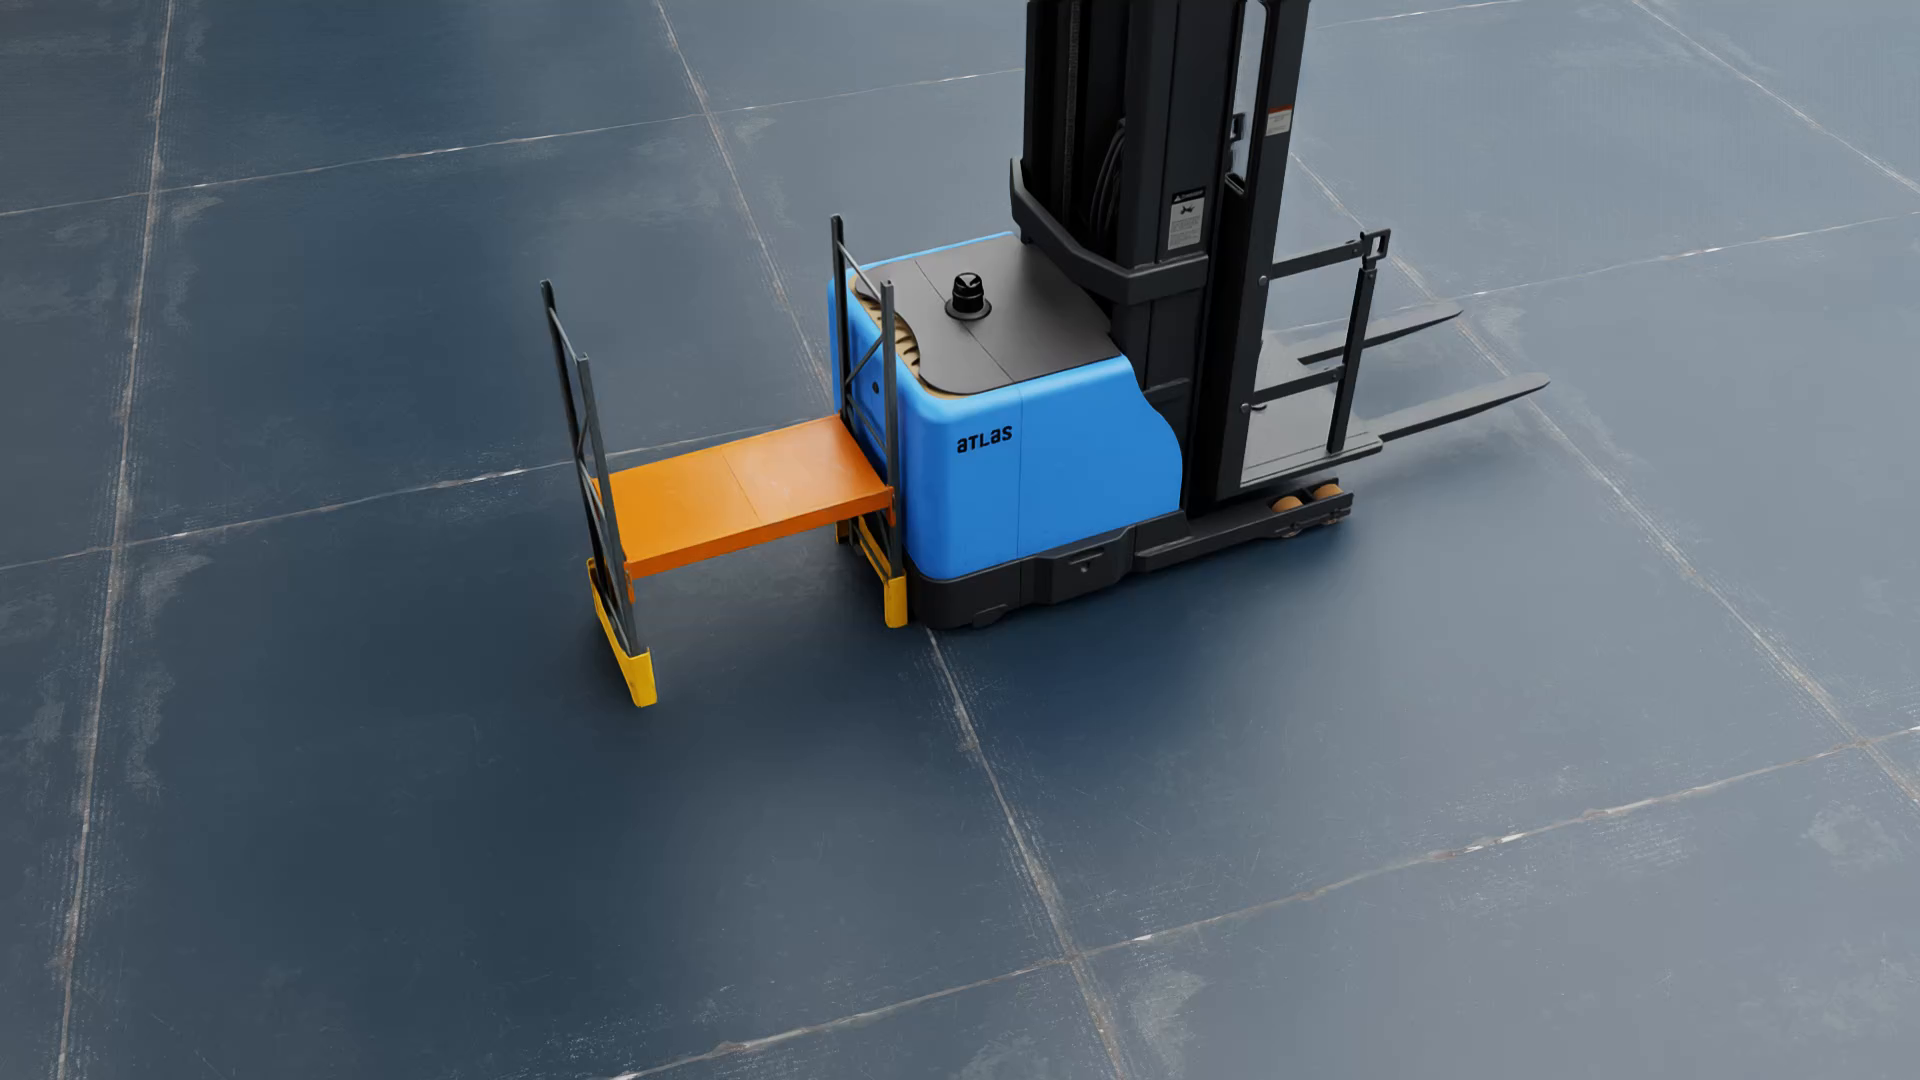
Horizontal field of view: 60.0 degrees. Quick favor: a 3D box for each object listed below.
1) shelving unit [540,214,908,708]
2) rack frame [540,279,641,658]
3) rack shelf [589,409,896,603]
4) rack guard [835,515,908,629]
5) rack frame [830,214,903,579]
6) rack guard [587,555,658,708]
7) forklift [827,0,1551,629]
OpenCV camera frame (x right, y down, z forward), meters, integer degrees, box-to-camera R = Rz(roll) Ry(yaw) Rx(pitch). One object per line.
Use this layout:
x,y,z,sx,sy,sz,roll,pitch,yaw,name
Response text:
-0.804,-0.273,5.922,1.083,1.500,0.587,-17,44,-18,shelving unit
-1.259,-0.137,5.767,0.032,1.500,0.500,-17,44,-18,rack frame
-0.796,-0.140,6.044,1.000,0.185,0.538,-17,44,-18,rack shelf
-0.350,0.063,6.488,0.087,0.250,0.587,-17,44,-18,rack guard
-0.333,-0.413,6.083,0.032,1.500,0.500,-17,44,-18,rack frame
-1.258,0.333,6.179,0.087,0.250,0.587,-17,44,-18,rack guard
1.045,-1.415,6.142,3.031,2.935,1.130,-17,44,-18,forklift
